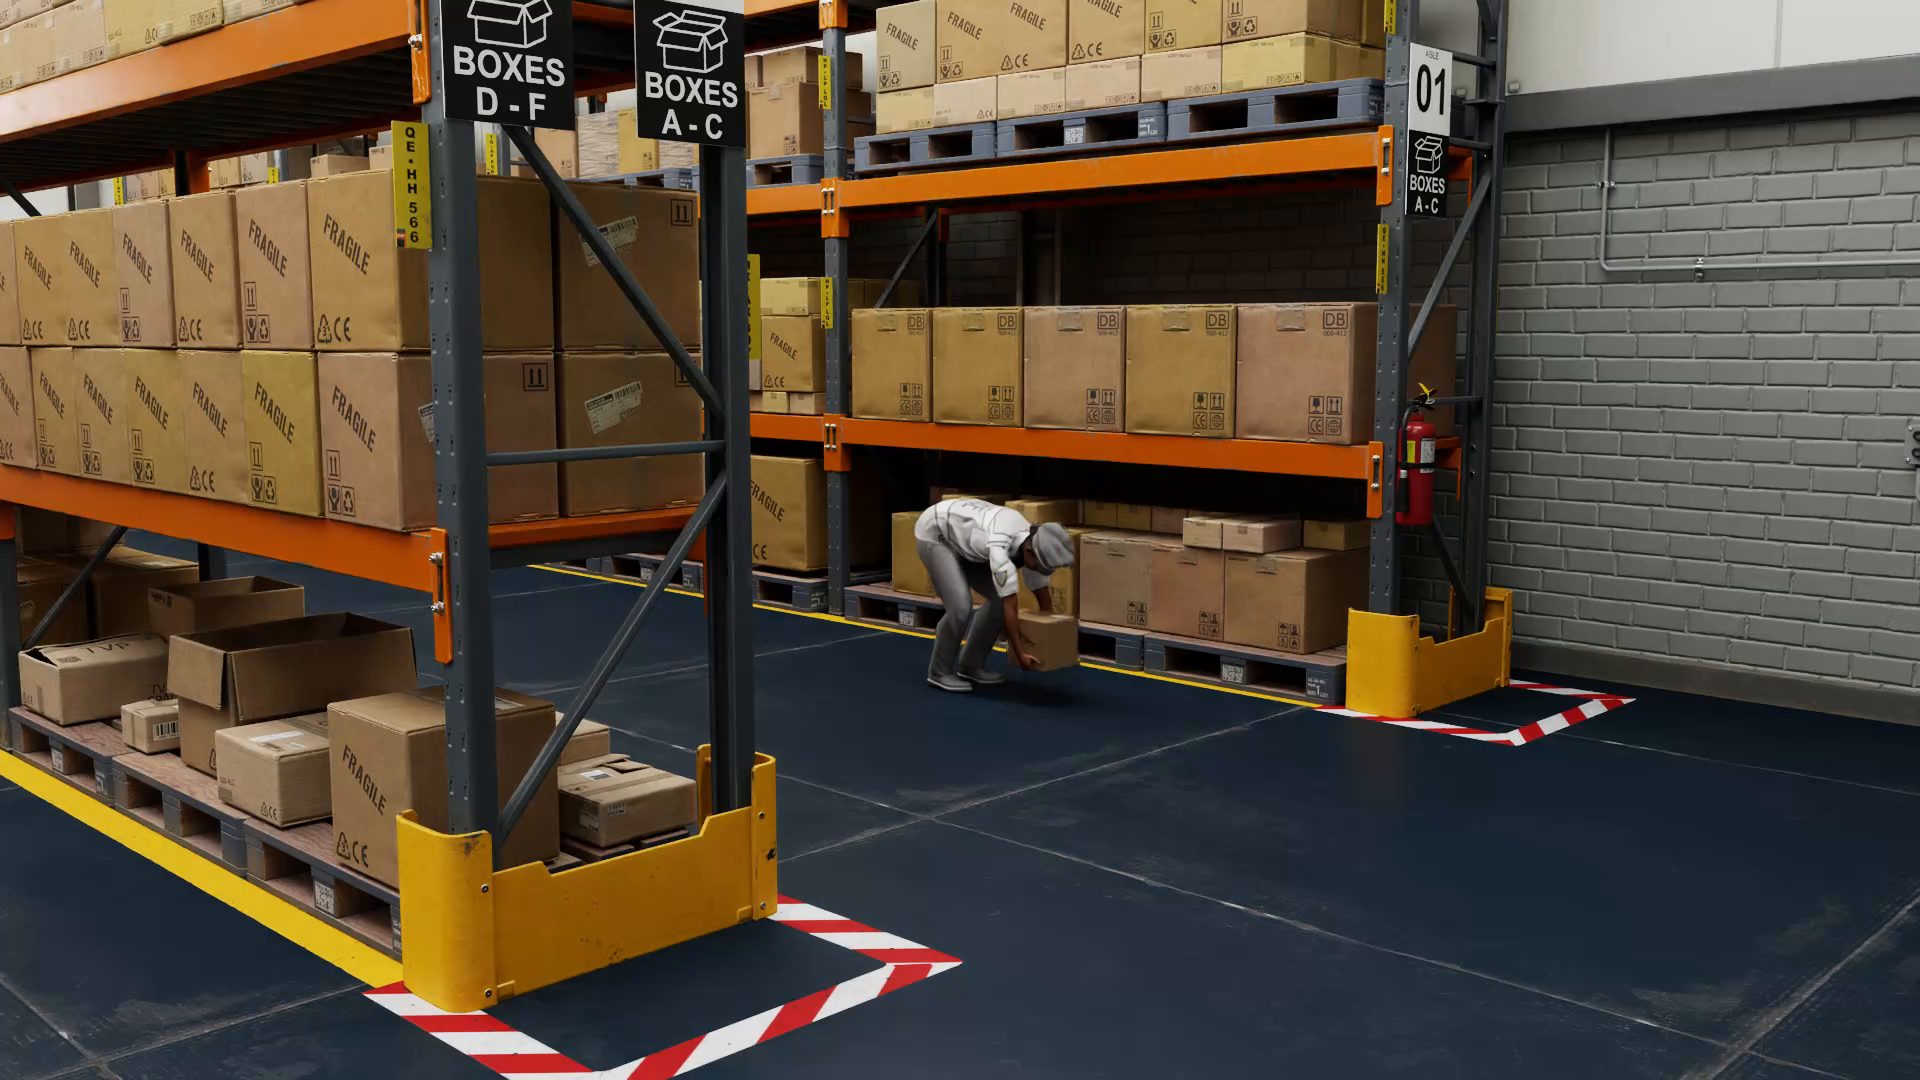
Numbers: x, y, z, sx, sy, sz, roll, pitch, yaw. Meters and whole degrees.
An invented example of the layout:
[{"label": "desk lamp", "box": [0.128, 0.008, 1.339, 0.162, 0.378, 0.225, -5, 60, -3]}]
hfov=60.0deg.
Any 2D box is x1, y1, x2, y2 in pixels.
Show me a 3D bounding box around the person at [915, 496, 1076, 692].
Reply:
[{"label": "person", "box": [0.183, 0.289, 8.606, 0.933, 1.007, 0.441, 6, 9, 40]}]
